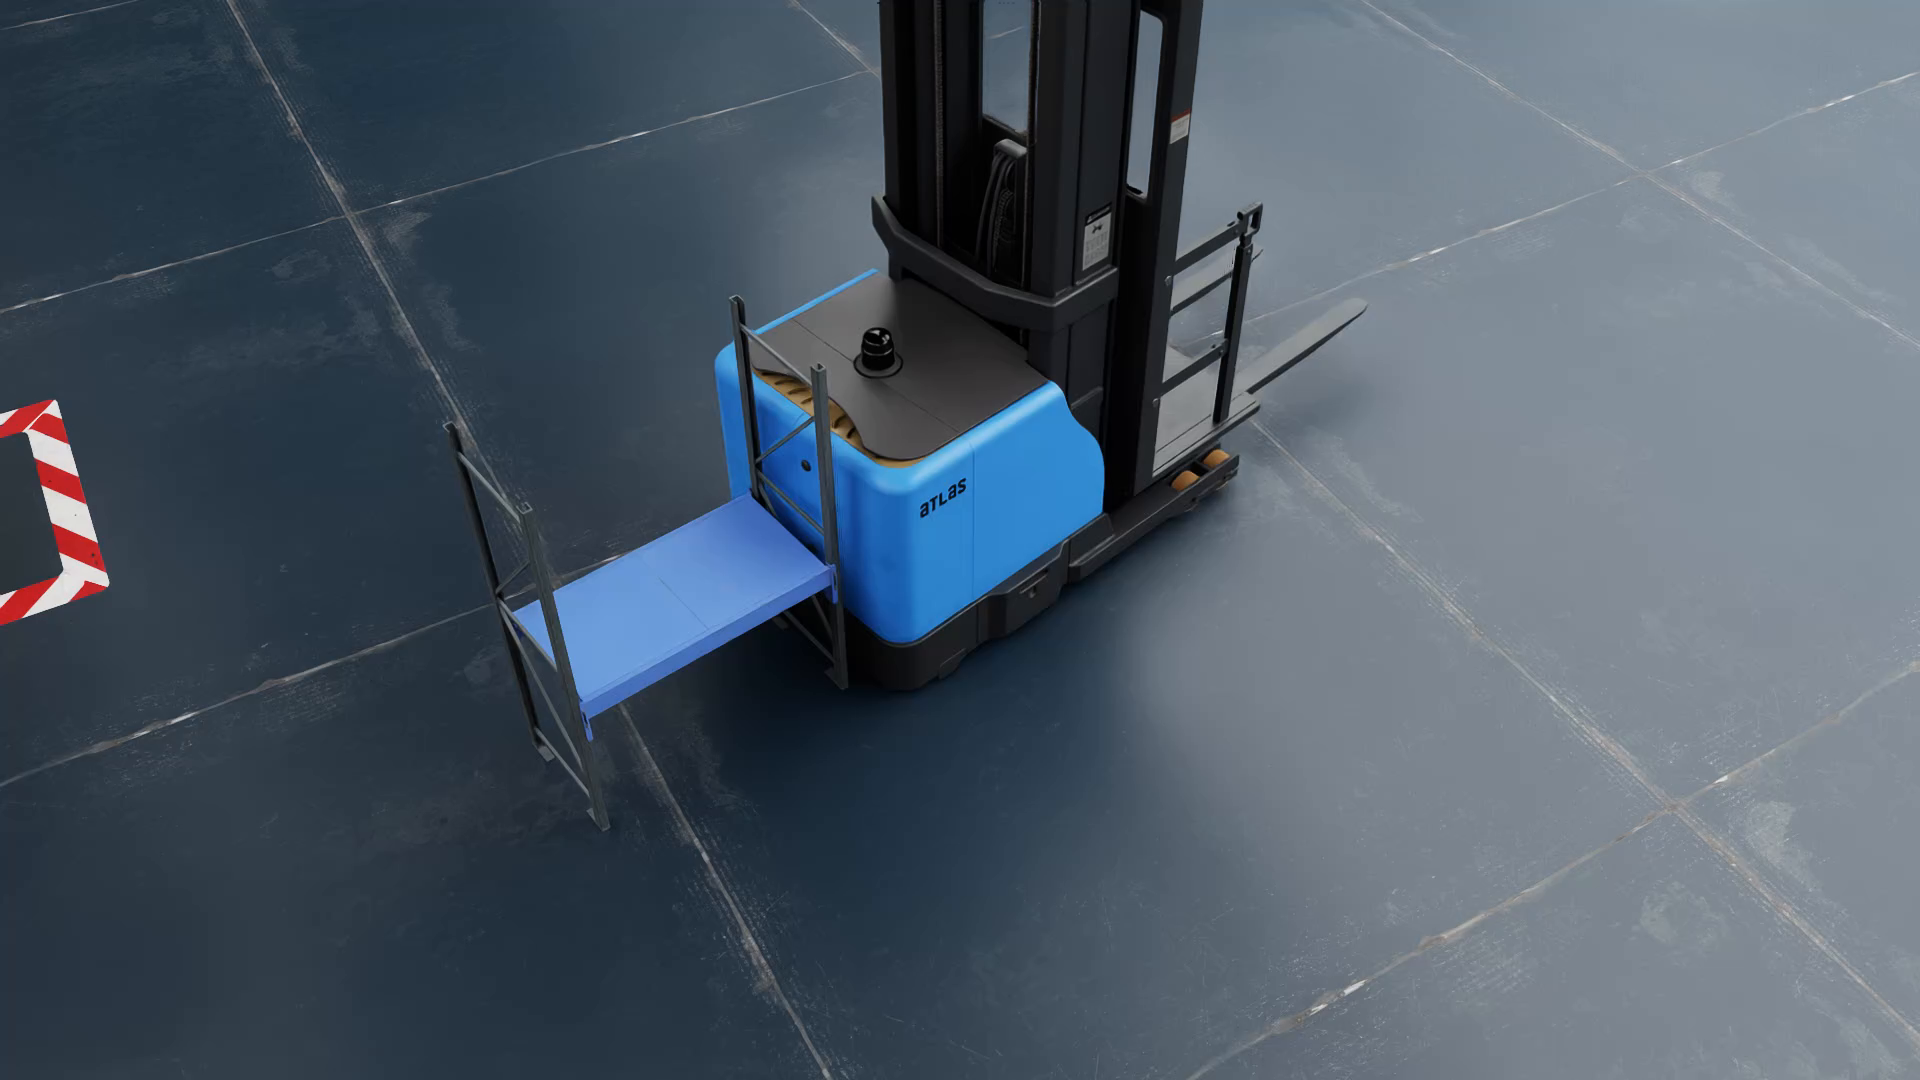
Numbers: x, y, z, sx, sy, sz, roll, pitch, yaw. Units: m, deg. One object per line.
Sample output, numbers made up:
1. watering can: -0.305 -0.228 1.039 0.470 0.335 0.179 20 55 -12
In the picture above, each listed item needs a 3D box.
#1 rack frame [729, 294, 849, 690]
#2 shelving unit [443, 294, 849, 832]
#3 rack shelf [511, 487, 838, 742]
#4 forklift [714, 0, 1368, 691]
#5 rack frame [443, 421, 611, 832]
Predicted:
1. rack frame: -0.583 -0.122 5.798 0.032 1.500 0.500 -29 51 -27
2. shelving unit: -0.978 0.101 5.569 1.048 1.500 0.538 -29 51 -27
3. rack shelf: -0.978 0.230 5.694 1.000 0.185 0.538 -29 51 -27
4. forklift: -9.057 -2.418 7.137 14.935 2.935 16.424 -33 53 -30
5. rack frame: -1.372 0.324 5.339 0.032 1.500 0.500 -29 51 -27
